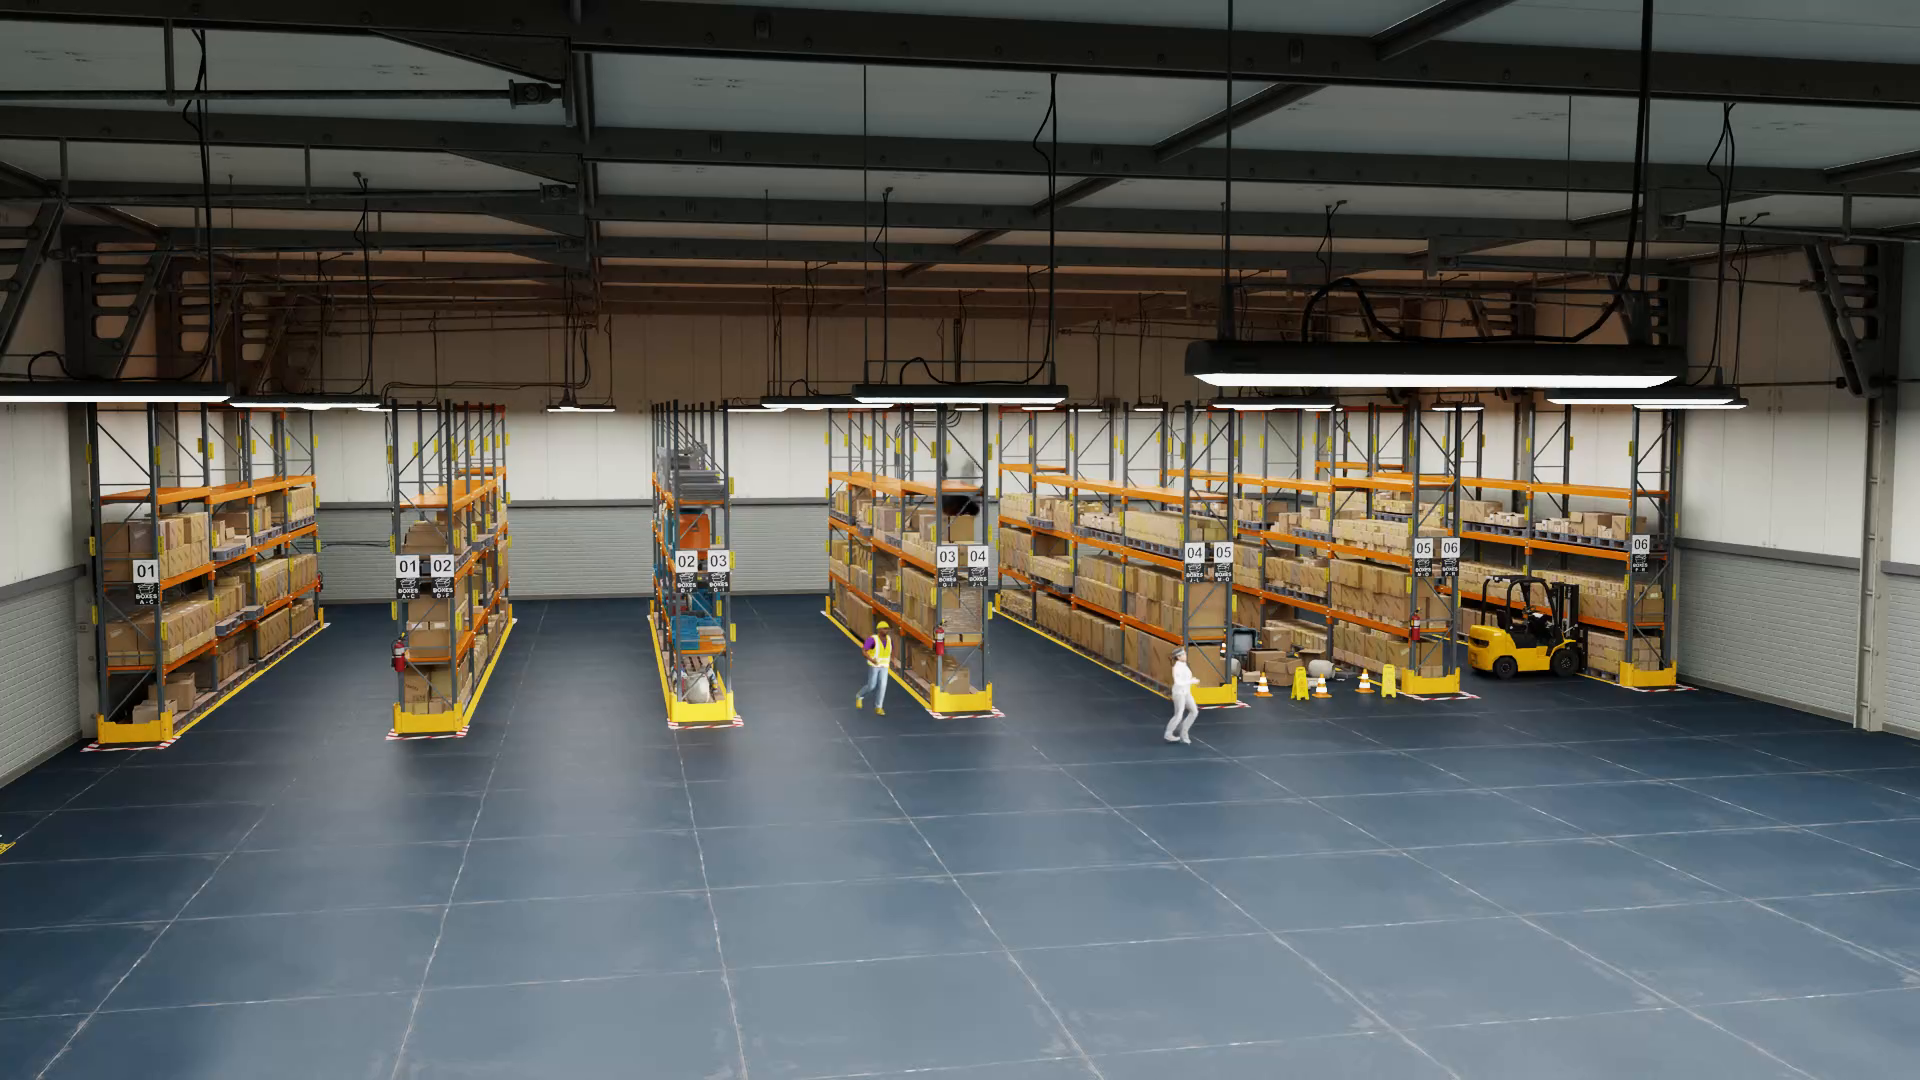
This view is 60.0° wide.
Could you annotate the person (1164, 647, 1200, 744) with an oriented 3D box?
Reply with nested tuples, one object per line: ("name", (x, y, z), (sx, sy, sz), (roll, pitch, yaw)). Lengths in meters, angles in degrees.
("person", (3.876, 2.707, 28.901), (0.659, 1.729, 0.592), (2, 5, 27))

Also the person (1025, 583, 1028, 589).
("person", (2.137, 1.161, 49.940), (0.765, 1.643, 0.621), (3, 5, 32))

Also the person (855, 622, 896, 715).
("person", (-1.551, 2.438, 32.063), (0.742, 1.744, 0.849), (-3, 5, -33))
